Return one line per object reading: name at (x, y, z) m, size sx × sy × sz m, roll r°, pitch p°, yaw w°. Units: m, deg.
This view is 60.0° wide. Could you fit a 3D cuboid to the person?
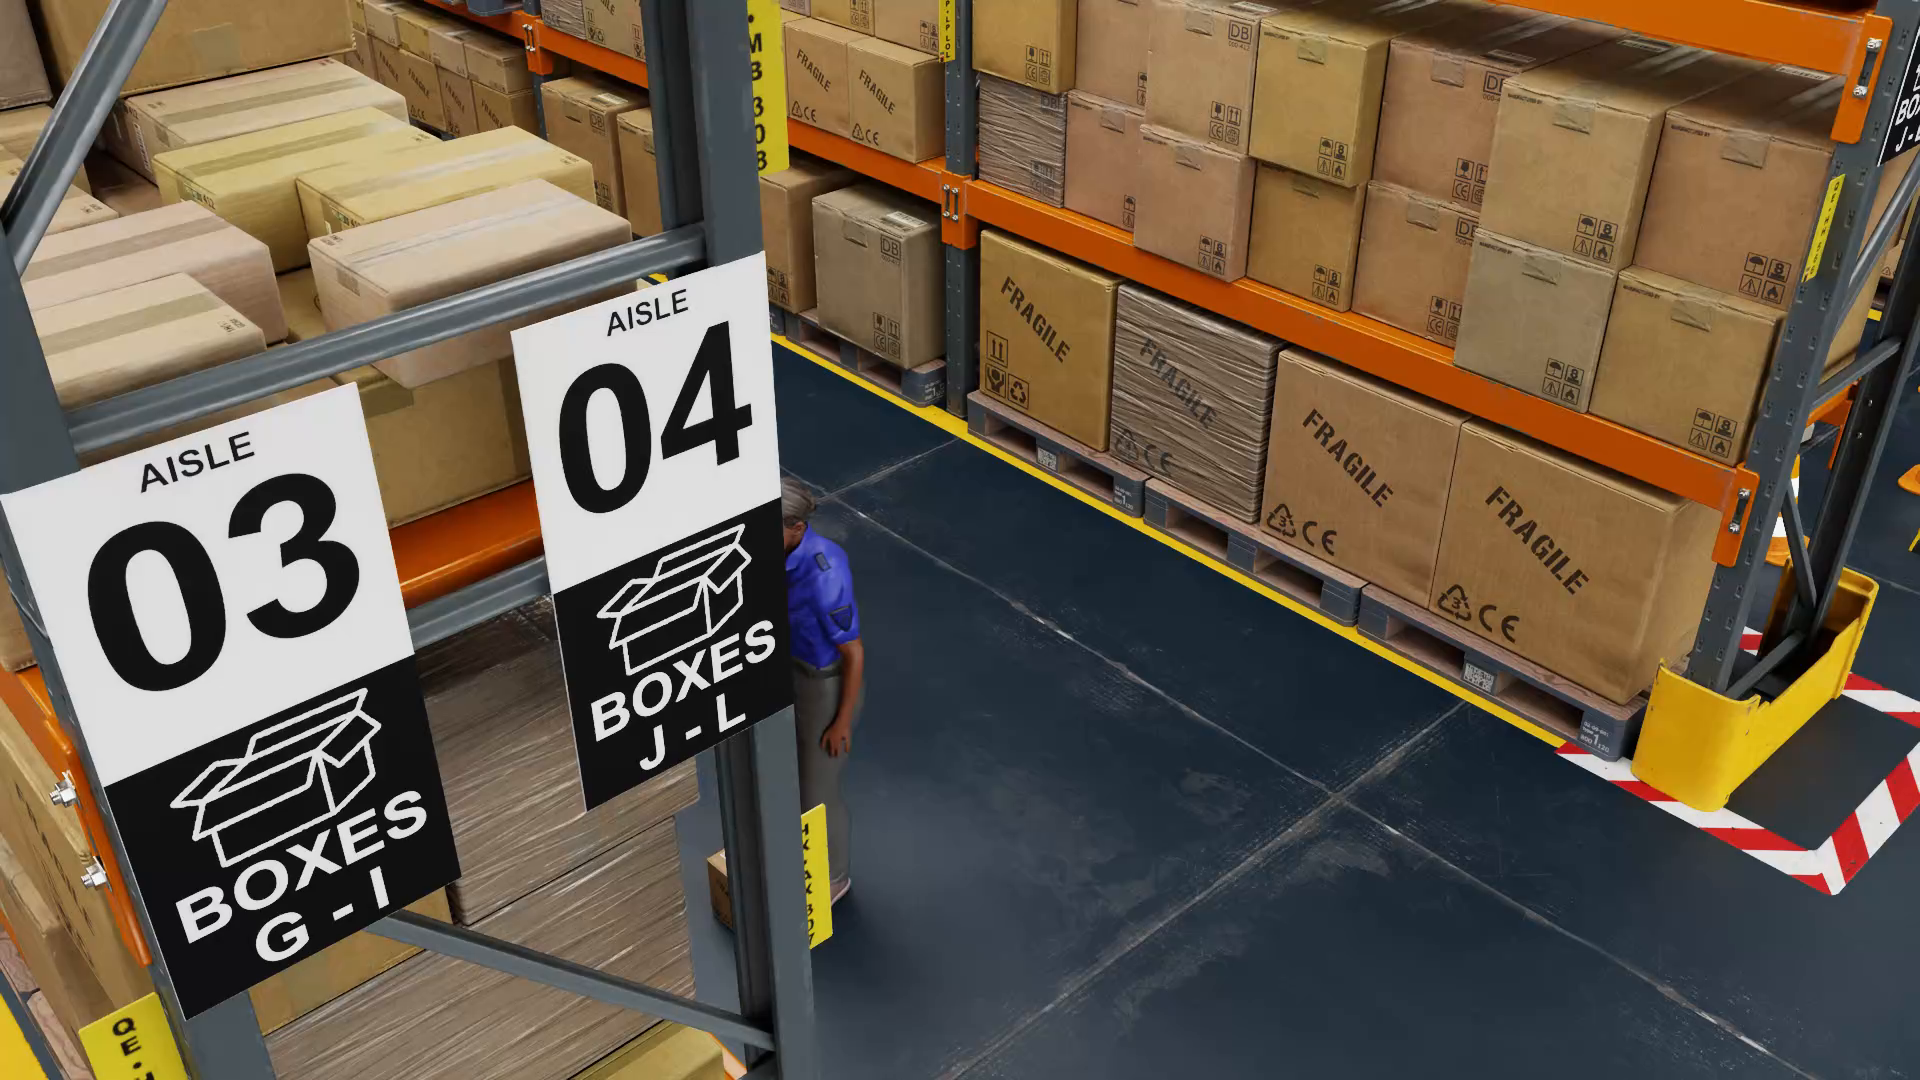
person at (-0.501, 0.463, 5.345) m, size 0.348 × 1.571 × 0.493 m, roll -26°, pitch 40°, yaw -35°
